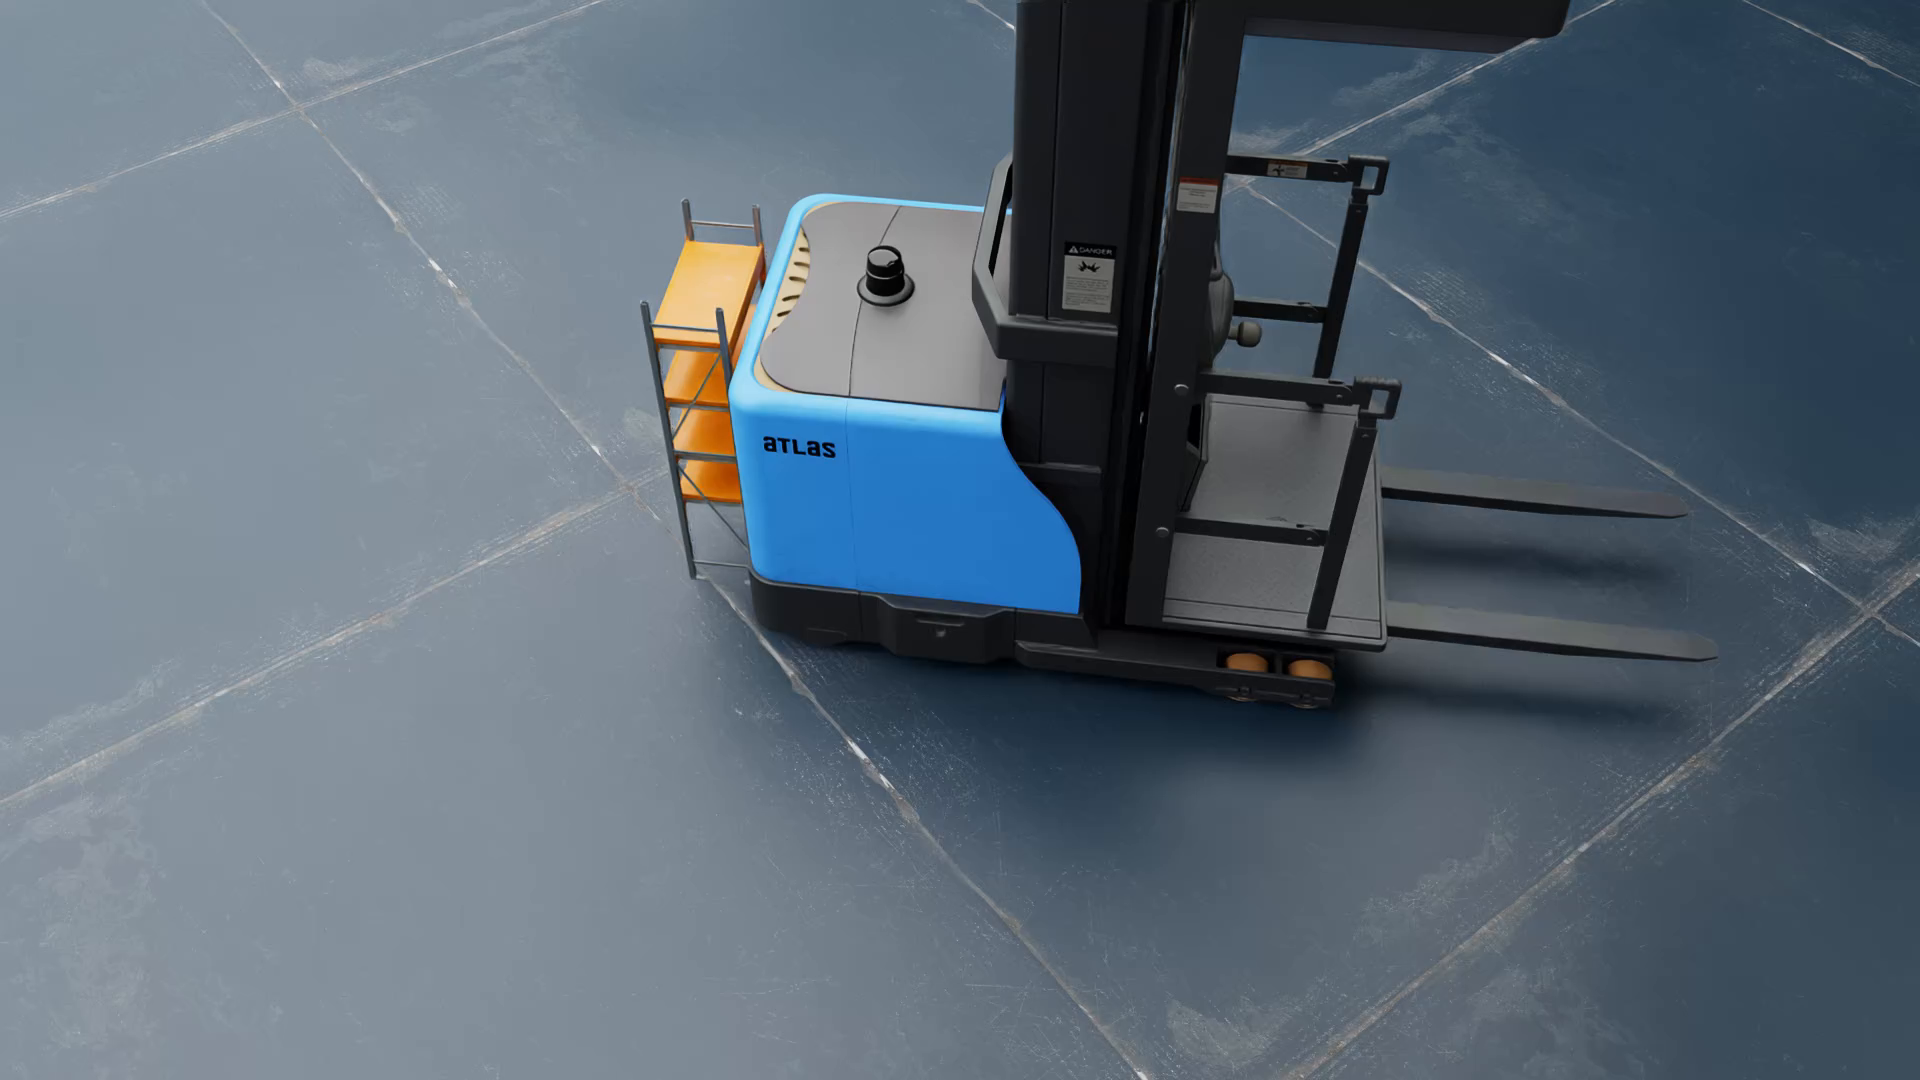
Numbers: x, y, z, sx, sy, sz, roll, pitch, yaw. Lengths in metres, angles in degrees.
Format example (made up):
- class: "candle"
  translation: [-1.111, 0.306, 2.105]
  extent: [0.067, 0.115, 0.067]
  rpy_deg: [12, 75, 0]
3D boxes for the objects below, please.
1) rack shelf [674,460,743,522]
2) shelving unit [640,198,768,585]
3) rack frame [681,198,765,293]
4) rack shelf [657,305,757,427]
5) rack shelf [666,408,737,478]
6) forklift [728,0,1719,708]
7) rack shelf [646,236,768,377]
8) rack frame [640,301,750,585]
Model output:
- class: "rack shelf"
  translation: [-0.762, -0.265, 5.539]
  extent: [0.258, 0.148, 0.480]
  rpy_deg: [6, 48, 5]
- class: "shelving unit"
  translation: [-0.762, -0.443, 5.342]
  extent: [0.258, 1.200, 0.503]
  rpy_deg: [6, 48, 5]
- class: "rack frame"
  translation: [-0.730, -0.623, 5.505]
  extent: [0.240, 1.200, 0.015]
  rpy_deg: [6, 48, 5]
- class: "rack shelf"
  translation: [-0.762, -0.549, 5.226]
  extent: [0.258, 0.148, 0.480]
  rpy_deg: [6, 48, 5]
- class: "rack shelf"
  translation: [-0.762, -0.398, 5.392]
  extent: [0.258, 0.148, 0.480]
  rpy_deg: [6, 48, 5]
- class: "forklift"
  translation: [0.885, -0.875, 4.565]
  extent: [3.031, 2.935, 1.130]
  rpy_deg: [6, 48, 5]
- class: "rack shelf"
  translation: [-0.762, -0.707, 5.051]
  extent: [0.258, 0.148, 0.480]
  rpy_deg: [6, 48, 5]
- class: "rack frame"
  translation: [-0.793, -0.264, 5.180]
  extent: [0.240, 1.200, 0.015]
  rpy_deg: [6, 48, 5]
